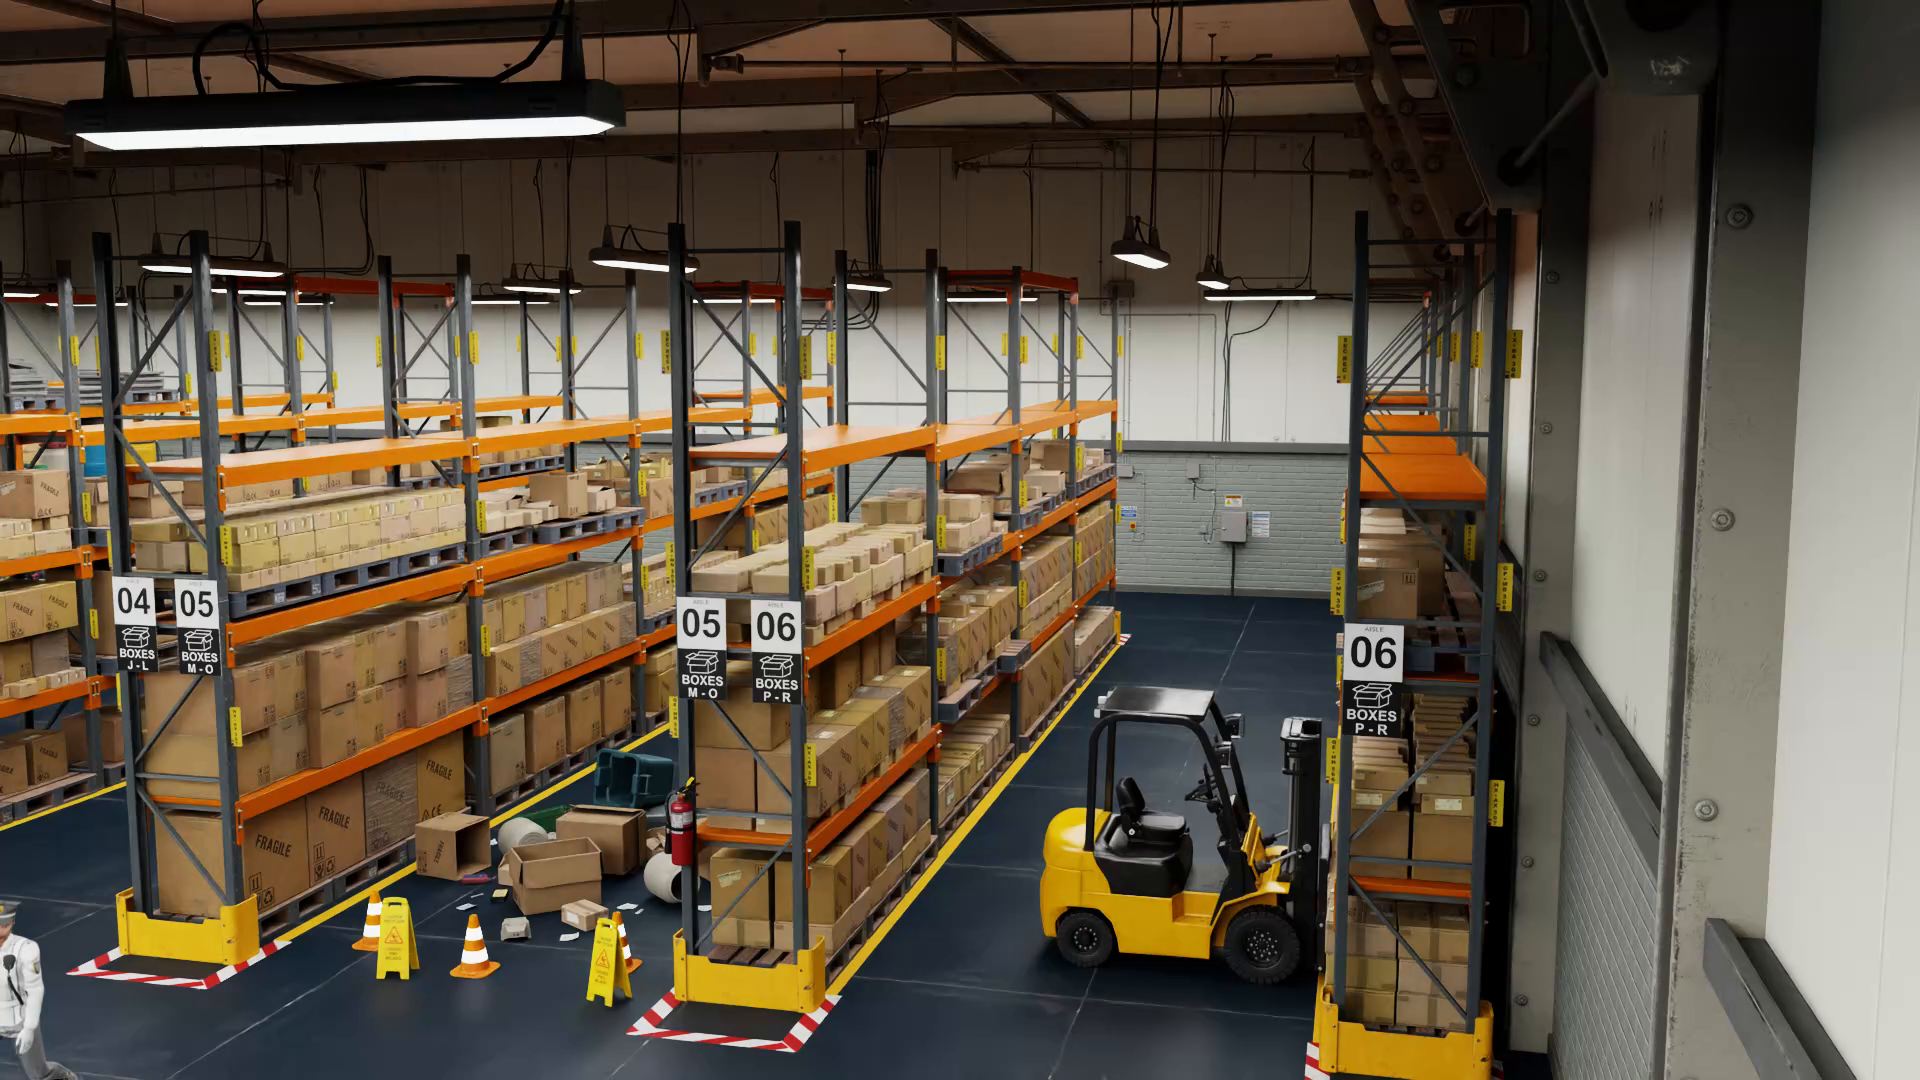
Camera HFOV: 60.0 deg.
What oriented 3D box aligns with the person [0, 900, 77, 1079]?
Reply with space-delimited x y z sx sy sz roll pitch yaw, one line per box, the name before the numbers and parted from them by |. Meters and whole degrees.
person | -6.107 3.067 10.668 0.495 1.609 0.949 -1 7 -5
